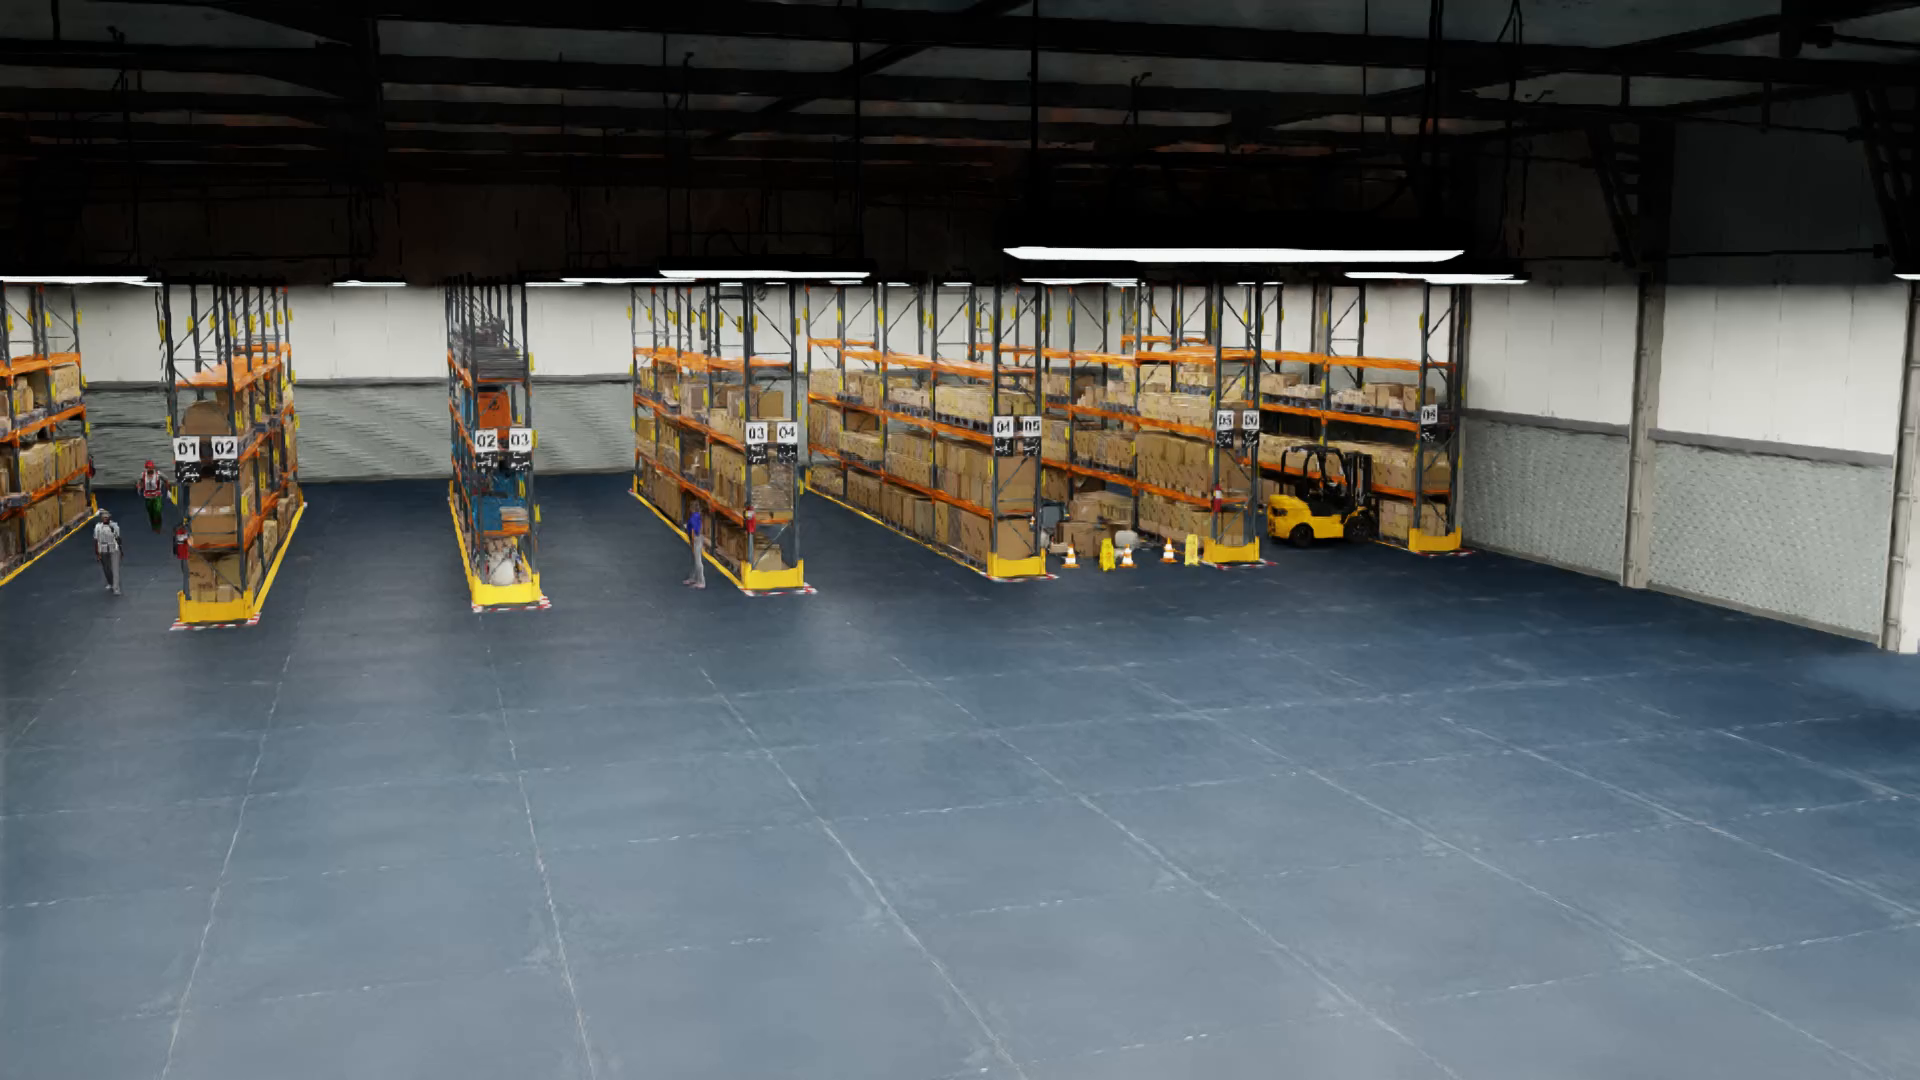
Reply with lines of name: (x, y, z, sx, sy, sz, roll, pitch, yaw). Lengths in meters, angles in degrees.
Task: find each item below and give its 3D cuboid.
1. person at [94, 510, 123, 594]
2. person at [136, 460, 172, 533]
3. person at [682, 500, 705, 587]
person: (-16.074, 0.198, 31.386, 0.455, 1.587, 1.088, -3, 9, -20)
person: (-19.033, -1.042, 39.239, 0.703, 1.722, 0.835, -2, 9, -13)
person: (-5.165, 0.063, 32.178, 0.504, 1.647, 0.533, 1, 9, 7)
